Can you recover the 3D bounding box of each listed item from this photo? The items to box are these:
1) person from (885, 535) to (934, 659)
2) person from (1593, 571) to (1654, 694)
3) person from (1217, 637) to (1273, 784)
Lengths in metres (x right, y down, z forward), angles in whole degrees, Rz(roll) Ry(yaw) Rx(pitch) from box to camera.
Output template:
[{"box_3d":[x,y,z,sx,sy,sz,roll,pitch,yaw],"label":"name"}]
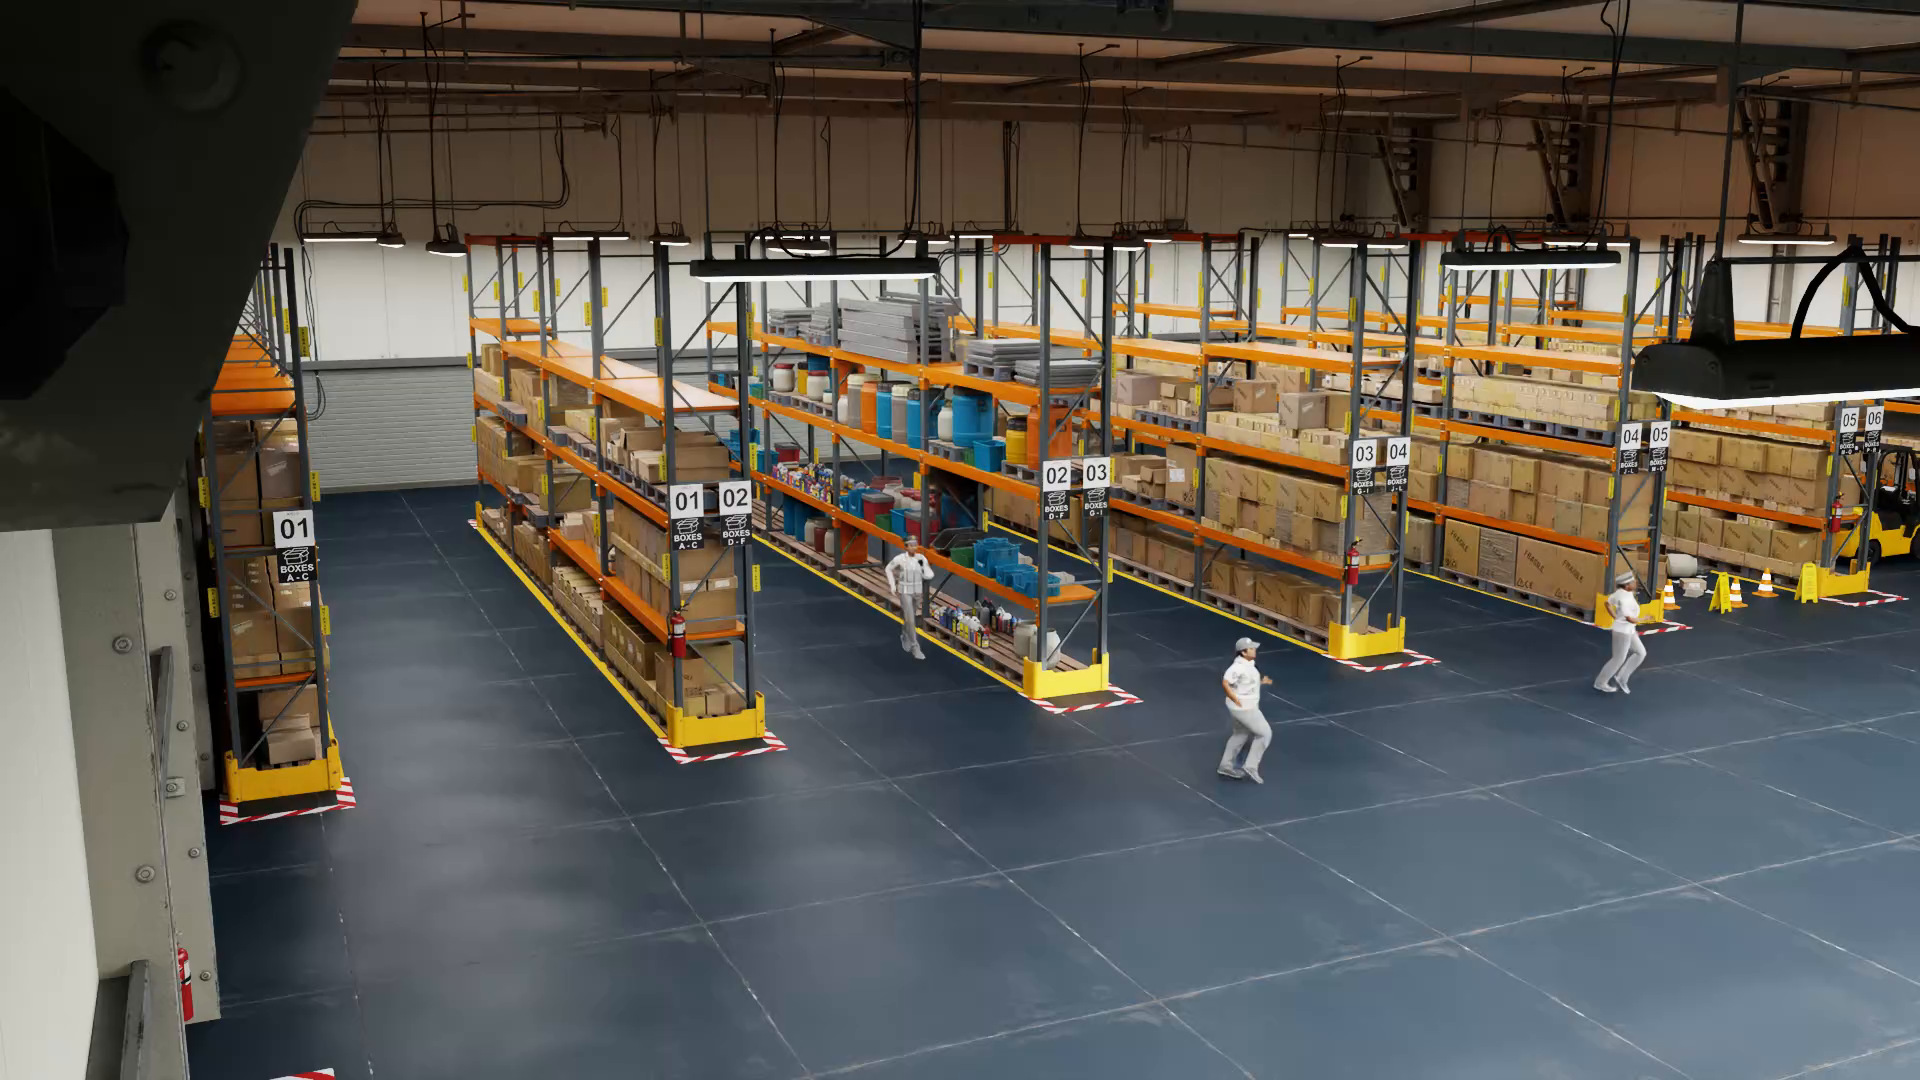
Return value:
[{"box_3d":[-0.671,0.771,23.117,0.615,1.737,0.878,-5,12,-25],"label":"person"},{"box_3d":[8.912,1.251,22.257,0.682,1.715,0.543,4,12,21],"label":"person"},{"box_3d":[3.255,1.924,18.927,0.601,1.686,0.586,1,11,5],"label":"person"}]
